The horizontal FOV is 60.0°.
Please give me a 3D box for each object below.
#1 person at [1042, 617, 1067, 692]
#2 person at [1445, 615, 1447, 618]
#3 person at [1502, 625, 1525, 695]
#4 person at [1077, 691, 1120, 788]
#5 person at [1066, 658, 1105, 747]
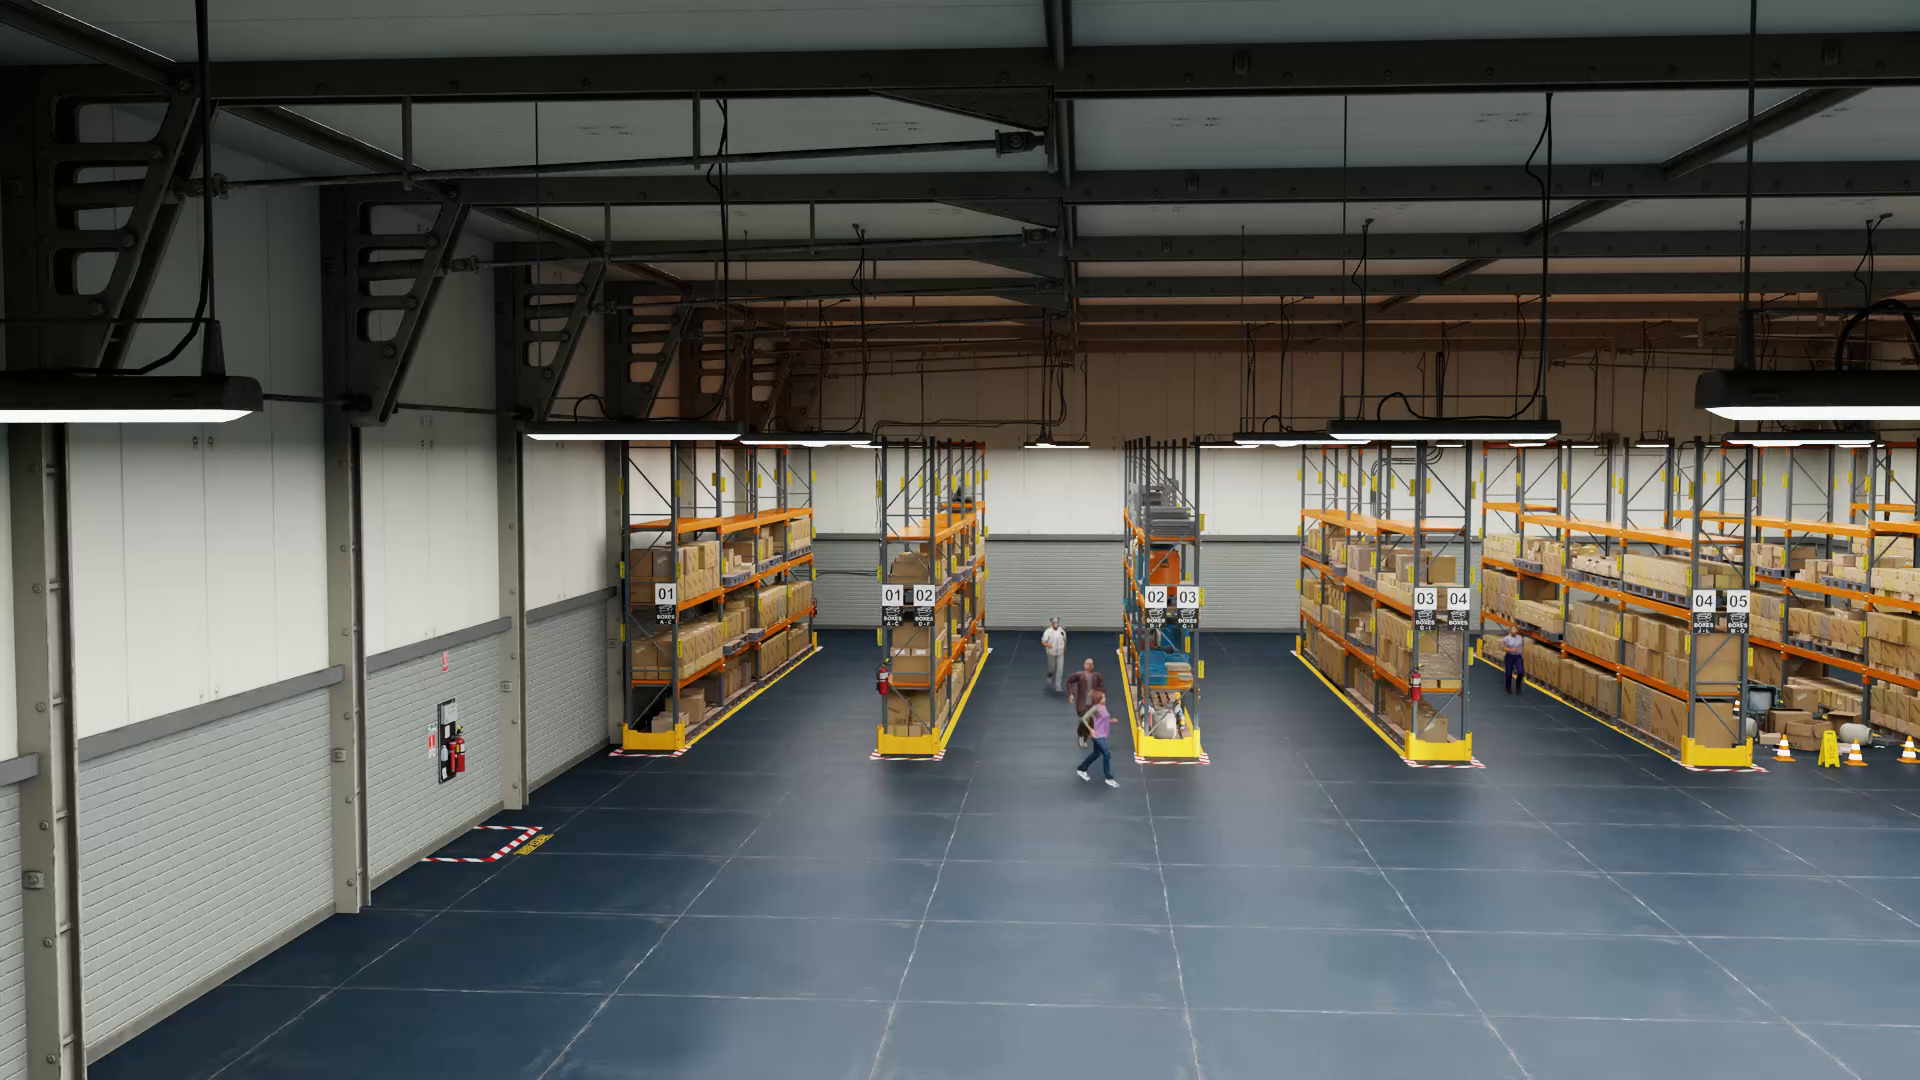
[{"bbox_3d":[2.281,2.710,39.767,0.663,1.767,0.923,-1,3,-11],"label":"person"},{"bbox_3d":[13.956,2.368,46.989,0.815,1.720,0.669,-1,3,-25],"label":"person"},{"bbox_3d":[13.007,2.820,39.023,0.581,1.643,0.664,0,3,4],"label":"person"},{"bbox_3d":[2.363,3.384,28.385,0.822,1.618,0.522,1,3,24],"label":"person"},{"bbox_3d":[2.443,3.136,31.927,0.688,1.718,0.654,-1,3,-12],"label":"person"}]
